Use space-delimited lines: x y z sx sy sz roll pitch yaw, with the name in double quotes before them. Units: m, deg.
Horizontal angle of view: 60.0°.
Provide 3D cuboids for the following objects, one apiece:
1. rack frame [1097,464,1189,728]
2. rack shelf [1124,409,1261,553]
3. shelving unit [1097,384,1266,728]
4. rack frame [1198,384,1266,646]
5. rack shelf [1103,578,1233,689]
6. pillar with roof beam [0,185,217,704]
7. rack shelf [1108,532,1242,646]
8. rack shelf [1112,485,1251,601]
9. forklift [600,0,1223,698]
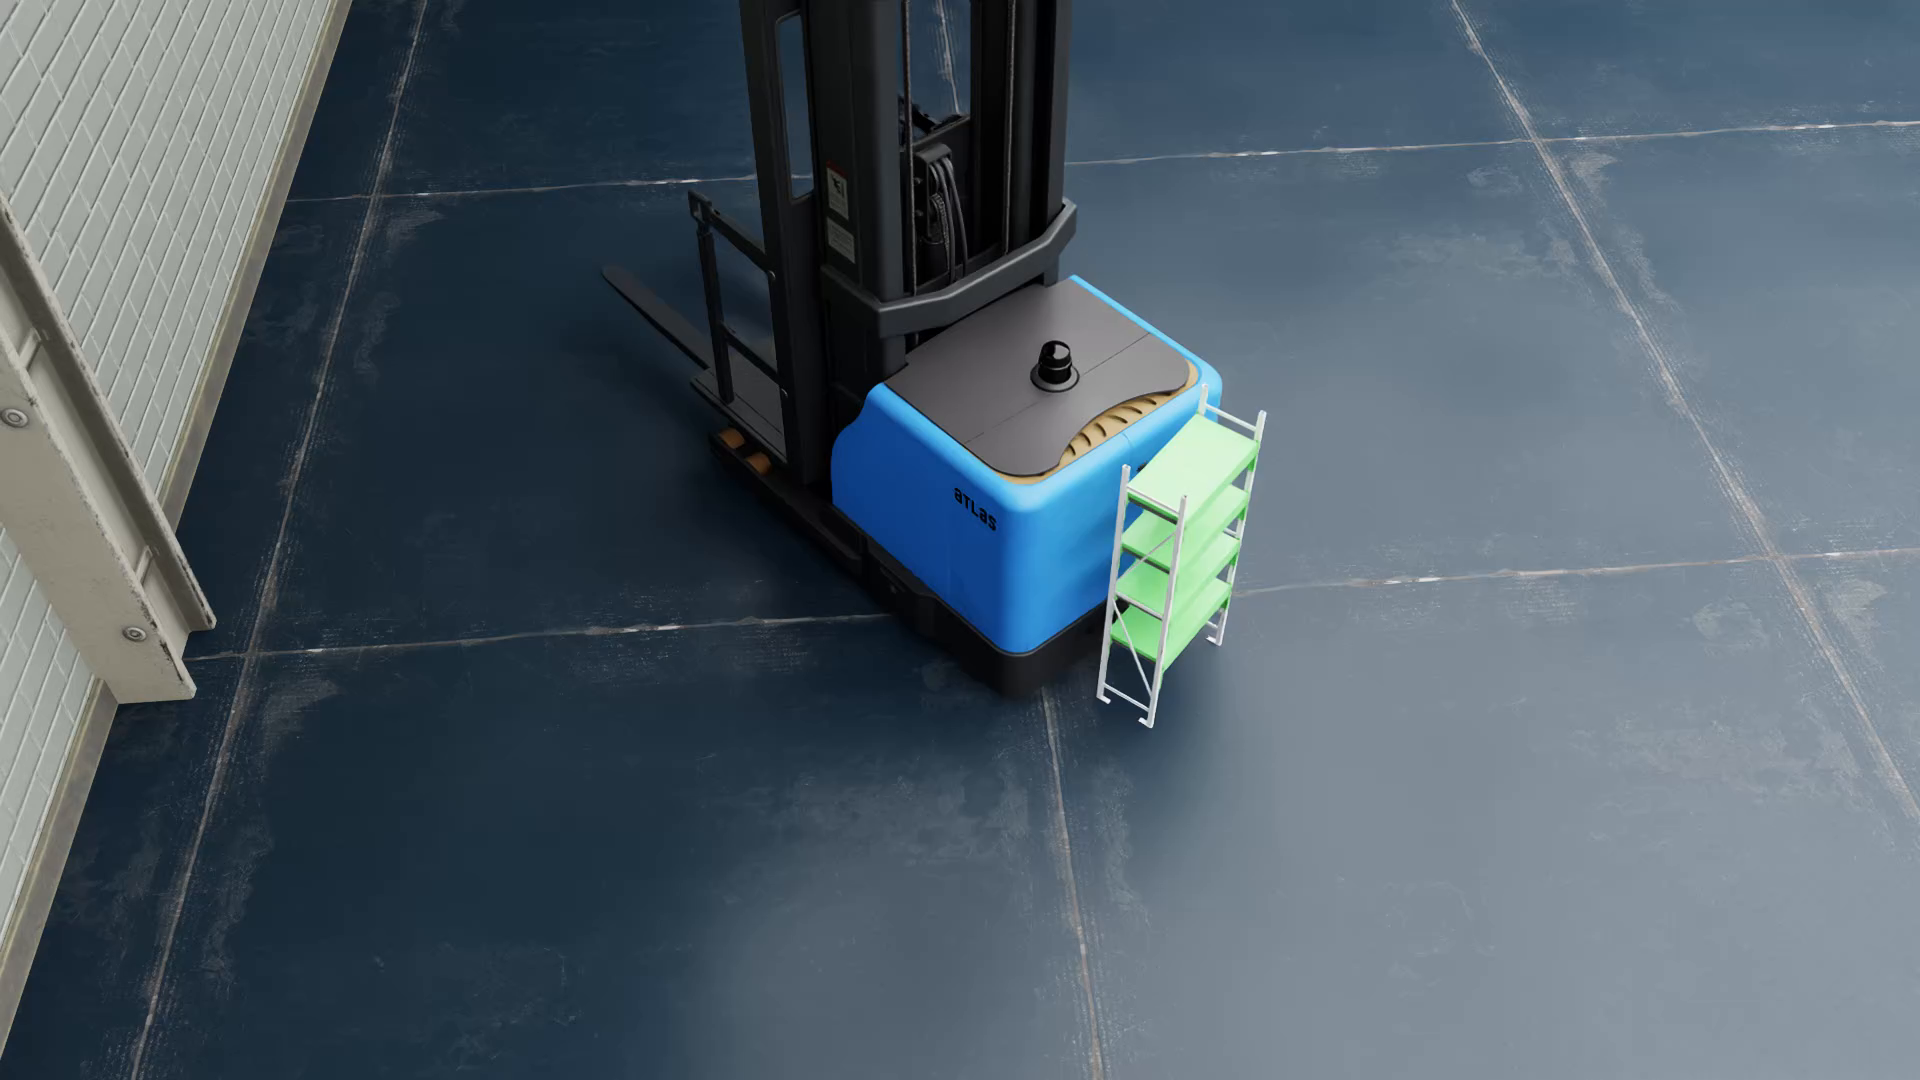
"rack frame" 0.614 0.224 5.709 0.240 1.200 0.015 29 53 24
"rack shelf" 0.764 -0.202 5.539 0.258 0.148 0.480 29 53 24
"shelving unit" 0.760 0.082 5.843 0.258 1.200 0.503 29 53 24
"rack frame" 0.907 -0.059 5.978 0.240 1.200 0.015 29 53 24
"rack shelf" 0.758 0.290 6.065 0.258 0.148 0.480 29 53 24
"pillar with roof beam" 1.265 -2.900 3.298 9.100 9.000 0.400 -3 47 -3
"rack shelf" 0.760 0.126 5.890 0.258 0.148 0.480 29 53 24
"rack shelf" 0.762 -0.038 5.715 0.258 0.148 0.480 29 53 24
"forklift" -0.405 -1.426 6.082 1.130 2.935 3.031 -32 54 -27
